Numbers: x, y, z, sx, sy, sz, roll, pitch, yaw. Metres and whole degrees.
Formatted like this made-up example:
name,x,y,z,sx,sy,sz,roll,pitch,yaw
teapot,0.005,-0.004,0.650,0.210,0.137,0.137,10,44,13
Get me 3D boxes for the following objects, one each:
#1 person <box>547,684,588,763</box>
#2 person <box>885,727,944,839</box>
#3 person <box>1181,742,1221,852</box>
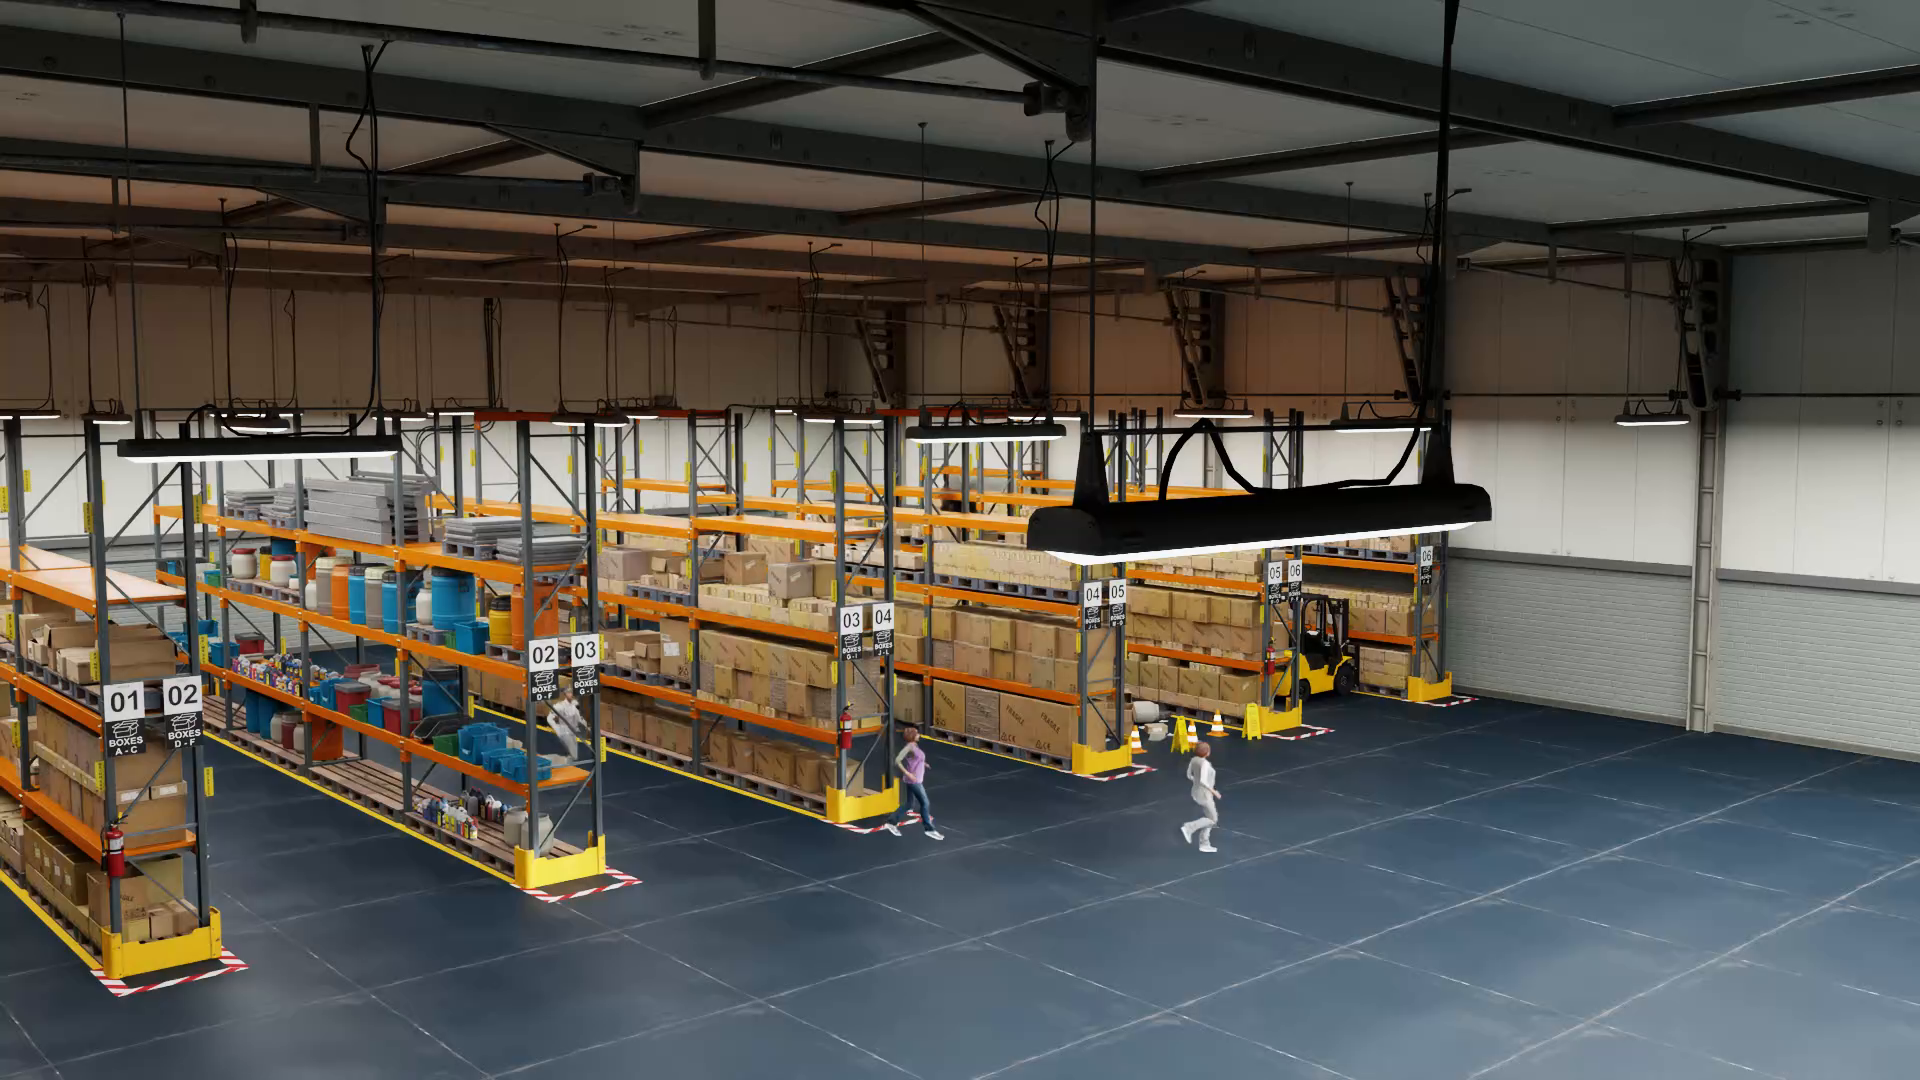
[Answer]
name,x,y,z,sx,sy,sz,roll,pitch,yaw
person,-6.274,3.142,26.840,0.557,1.665,0.597,3,6,32
person,-0.654,3.447,23.632,0.844,1.595,0.591,0,5,-3
person,3.289,3.559,22.938,0.577,1.551,0.536,-2,5,-17
